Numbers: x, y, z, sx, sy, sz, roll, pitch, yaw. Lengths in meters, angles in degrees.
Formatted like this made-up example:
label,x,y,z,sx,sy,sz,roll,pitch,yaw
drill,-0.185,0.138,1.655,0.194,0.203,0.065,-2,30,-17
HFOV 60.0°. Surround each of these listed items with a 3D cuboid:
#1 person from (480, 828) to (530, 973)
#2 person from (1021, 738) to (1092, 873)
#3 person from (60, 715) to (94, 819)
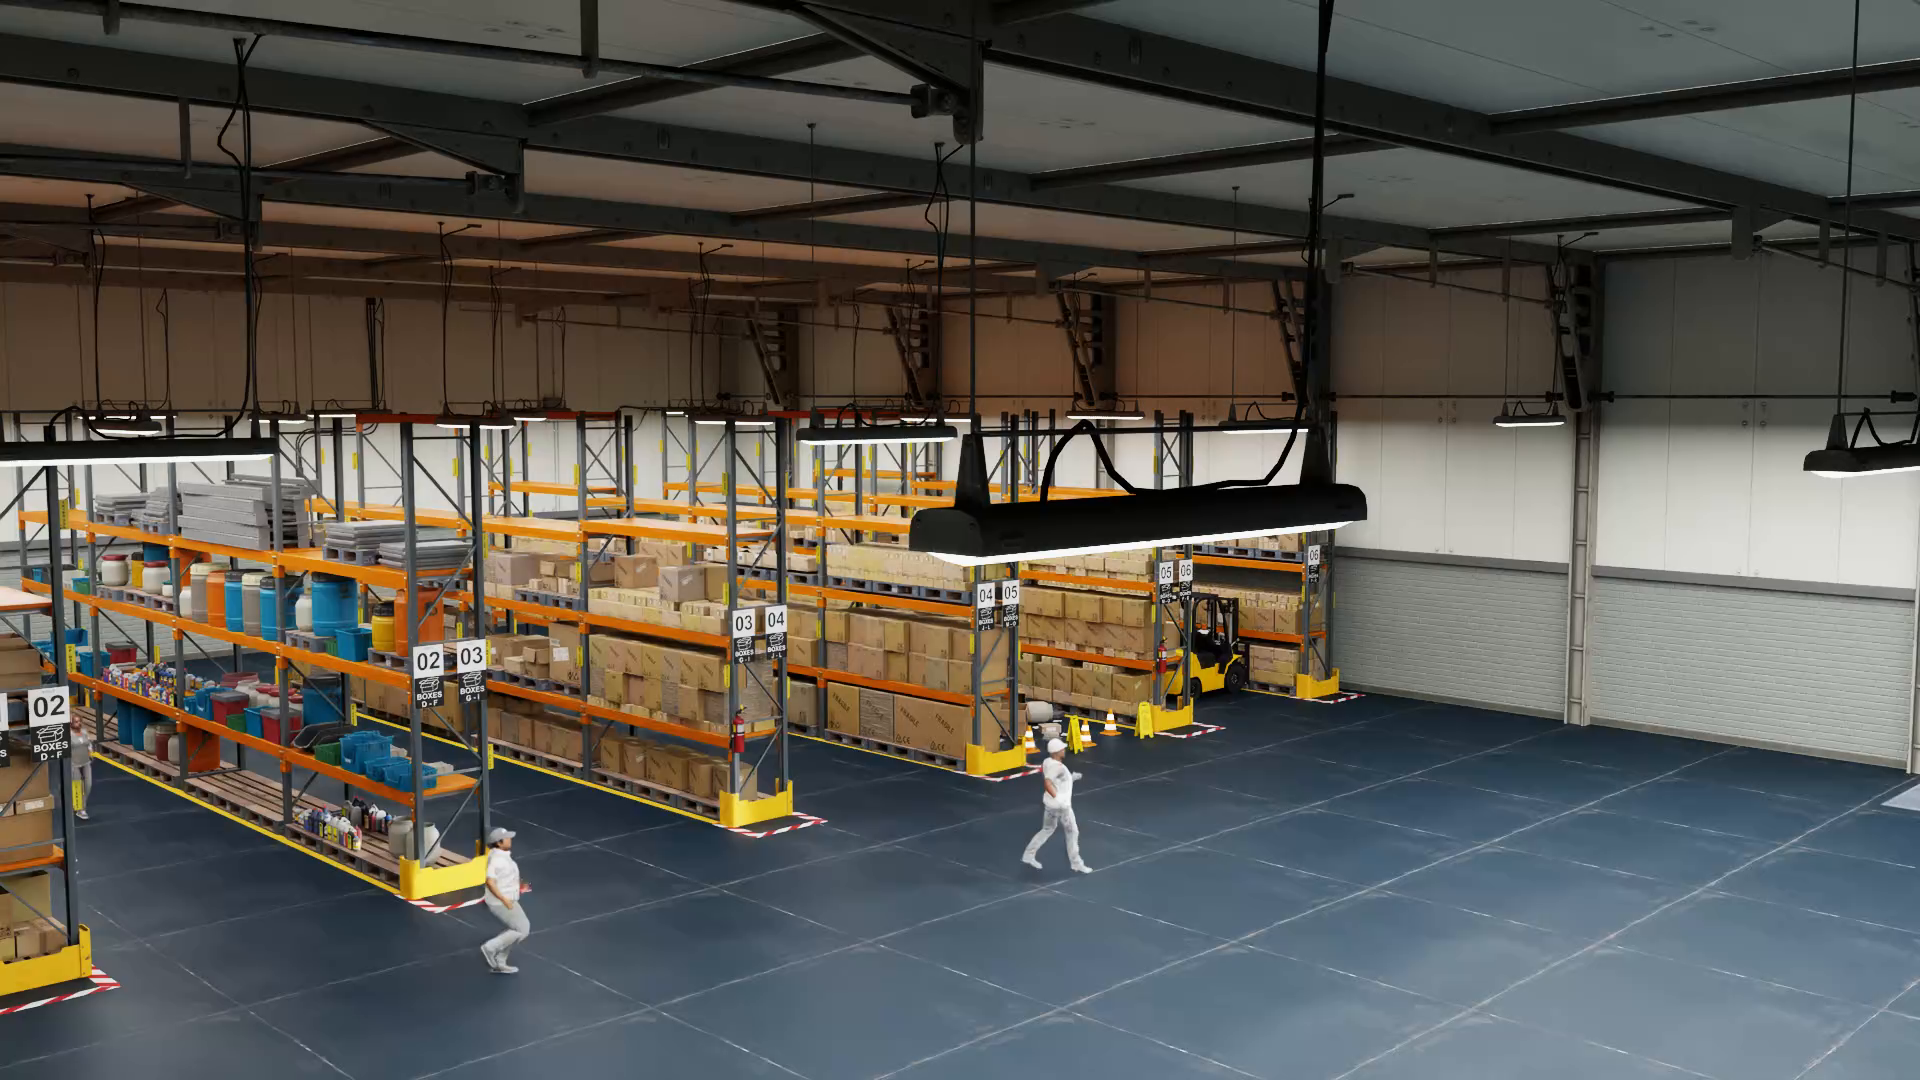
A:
label,x,y,z,sx,sy,sz,roll,pitch,yaw
person,-4.991,3.951,18.205,0.546,1.627,0.613,-2,5,-21
person,1.282,3.510,21.941,0.941,1.801,0.675,-2,5,-18
person,-13.301,3.394,25.020,0.562,1.563,0.536,3,6,32
